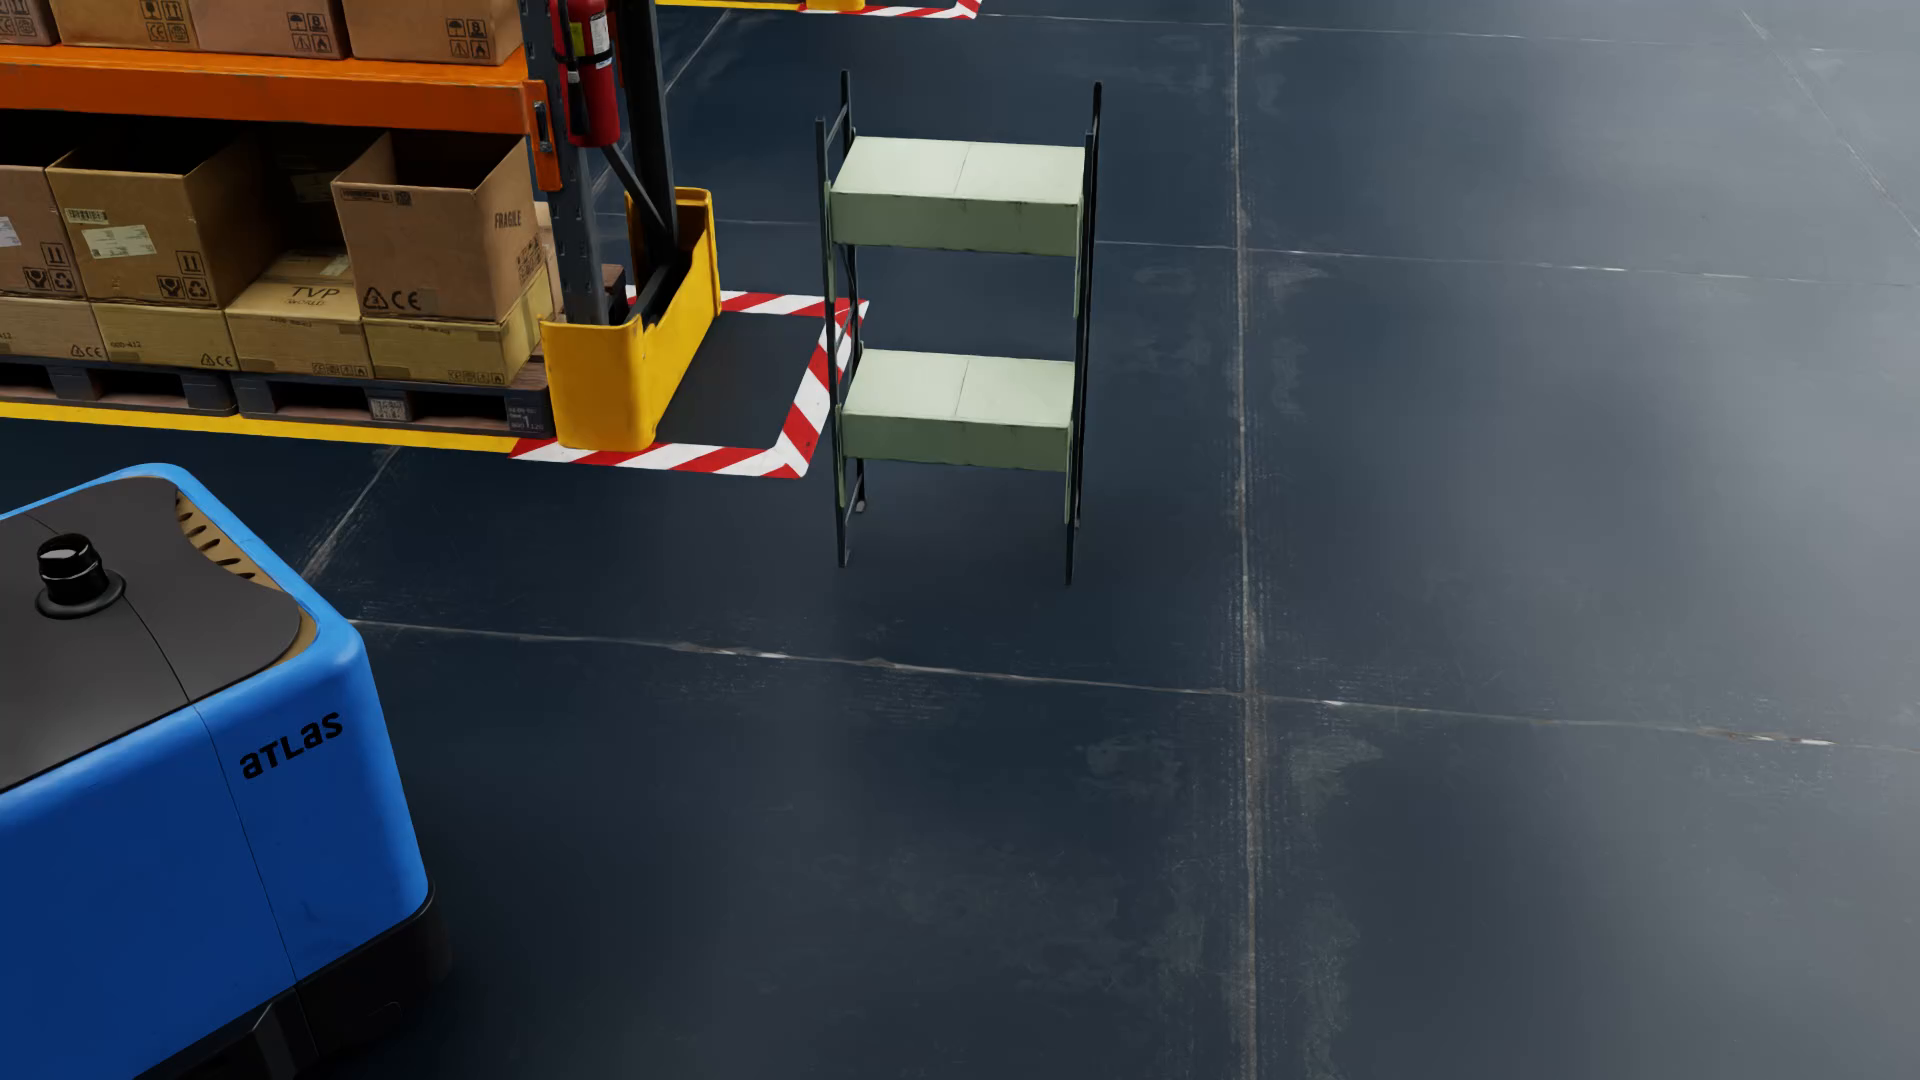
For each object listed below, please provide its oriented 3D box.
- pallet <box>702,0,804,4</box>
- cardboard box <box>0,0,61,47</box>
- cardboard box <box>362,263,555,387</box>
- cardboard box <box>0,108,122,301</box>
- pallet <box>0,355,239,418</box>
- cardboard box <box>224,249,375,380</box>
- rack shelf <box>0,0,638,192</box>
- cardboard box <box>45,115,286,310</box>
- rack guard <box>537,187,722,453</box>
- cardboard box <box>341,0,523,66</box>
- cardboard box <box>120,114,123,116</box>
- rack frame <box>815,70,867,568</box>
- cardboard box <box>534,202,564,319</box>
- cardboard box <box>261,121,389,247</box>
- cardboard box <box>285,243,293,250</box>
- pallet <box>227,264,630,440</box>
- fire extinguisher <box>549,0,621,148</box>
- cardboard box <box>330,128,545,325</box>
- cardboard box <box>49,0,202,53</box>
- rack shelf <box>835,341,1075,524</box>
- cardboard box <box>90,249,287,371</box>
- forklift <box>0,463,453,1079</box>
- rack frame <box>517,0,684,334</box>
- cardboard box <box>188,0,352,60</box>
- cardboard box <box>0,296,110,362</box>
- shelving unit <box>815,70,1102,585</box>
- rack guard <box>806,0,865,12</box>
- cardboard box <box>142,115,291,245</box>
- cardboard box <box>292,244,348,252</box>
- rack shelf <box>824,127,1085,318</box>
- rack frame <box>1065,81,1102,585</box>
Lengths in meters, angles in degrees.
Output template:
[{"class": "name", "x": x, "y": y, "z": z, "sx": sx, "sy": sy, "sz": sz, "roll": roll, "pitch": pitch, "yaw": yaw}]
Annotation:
[{"class": "pallet", "x": -1.490, "y": -3.639, "z": 10.408, "sx": 1.213, "sy": 0.211, "sz": 1.003, "roll": 4, "pitch": 36, "yaw": 6}, {"class": "cardboard box", "x": -3.235, "y": -2.074, "z": 5.729, "sx": 0.500, "sy": 0.500, "sz": 0.700, "roll": 5, "pitch": 36, "yaw": 7}, {"class": "cardboard box", "x": -1.807, "y": -0.800, "z": 6.035, "sx": 0.500, "sy": 0.250, "sz": 0.500, "roll": 4, "pitch": 36, "yaw": 6}, {"class": "cardboard box", "x": -3.297, "y": -1.207, "z": 5.960, "sx": 0.500, "sy": 0.500, "sz": 0.500, "roll": 4, "pitch": 36, "yaw": 6}, {"class": "pallet", "x": -3.208, "y": -0.868, "z": 6.525, "sx": 1.213, "sy": 0.211, "sz": 1.003, "roll": 4, "pitch": 36, "yaw": 6}, {"class": "cardboard box", "x": -2.305, "y": -0.830, "z": 6.077, "sx": 0.500, "sy": 0.250, "sz": 0.500, "roll": 4, "pitch": 36, "yaw": 6}, {"class": "rack shelf", "x": -3.222, "y": -1.734, "z": 5.958, "sx": 4.000, "sy": 0.370, "sz": 1.077, "roll": 4, "pitch": 36, "yaw": 6}, {"class": "cardboard box", "x": -2.801, "y": -1.169, "z": 5.907, "sx": 0.500, "sy": 0.500, "sz": 0.500, "roll": 4, "pitch": 36, "yaw": 6}, {"class": "rack guard", "x": -1.214, "y": -0.860, "z": 6.265, "sx": 0.348, "sy": 0.500, "sz": 1.175, "roll": 4, "pitch": 36, "yaw": 6}, {"class": "cardboard box", "x": -1.699, "y": -1.961, "z": 5.571, "sx": 0.500, "sy": 0.500, "sz": 0.700, "roll": 4, "pitch": 36, "yaw": 6}, {"class": "cardboard box", "x": -3.229, "y": -1.516, "z": 6.393, "sx": 0.500, "sy": 0.500, "sz": 0.500, "roll": 4, "pitch": 36, "yaw": 6}, {"class": "rack frame", "x": -0.356, "y": -0.637, "z": 5.093, "sx": 0.023, "sy": 1.500, "sz": 0.400, "roll": 4, "pitch": 36, "yaw": 6}, {"class": "cardboard box", "x": -1.741, "y": -1.098, "z": 6.453, "sx": 0.500, "sy": 0.250, "sz": 0.500, "roll": 4, "pitch": 36, "yaw": 6}, {"class": "cardboard box", "x": -2.238, "y": -1.439, "z": 6.286, "sx": 0.500, "sy": 0.500, "sz": 0.500, "roll": 4, "pitch": 36, "yaw": 6}, {"class": "cardboard box", "x": -2.734, "y": -1.170, "z": 6.554, "sx": 0.500, "sy": 0.250, "sz": 0.500, "roll": 4, "pitch": 36, "yaw": 6}, {"class": "pallet", "x": -2.002, "y": -0.776, "z": 6.397, "sx": 1.213, "sy": 0.211, "sz": 1.003, "roll": 4, "pitch": 36, "yaw": 6}, {"class": "fire extinguisher", "x": -1.180, "y": -1.571, "z": 5.177, "sx": 0.183, "sy": 0.674, "sz": 0.296, "roll": 4, "pitch": 36, "yaw": 6}, {"class": "cardboard box", "x": -1.808, "y": -1.104, "z": 5.816, "sx": 0.500, "sy": 0.500, "sz": 0.500, "roll": 4, "pitch": 36, "yaw": 6}, {"class": "cardboard box", "x": -2.713, "y": -2.038, "z": 5.678, "sx": 0.500, "sy": 0.500, "sz": 0.700, "roll": 4, "pitch": 36, "yaw": 6}, {"class": "rack shelf", "x": 0.007, "y": -0.345, "z": 5.244, "sx": 0.720, "sy": 0.370, "sz": 0.431, "roll": 4, "pitch": 36, "yaw": 6}, {"class": "cardboard box", "x": -2.801, "y": -0.866, "z": 6.128, "sx": 0.500, "sy": 0.250, "sz": 0.500, "roll": 4, "pitch": 36, "yaw": 6}, {"class": "forklift", "x": -2.618, "y": 0.268, "z": 2.592, "sx": 3.031, "sy": 2.935, "sz": 1.130, "roll": -29, "pitch": 45, "yaw": -34}, {"class": "rack frame", "x": -1.238, "y": -1.879, "z": 5.541, "sx": 0.127, "sy": 3.000, "sz": 1.000, "roll": 4, "pitch": 36, "yaw": 6}, {"class": "cardboard box", "x": -2.221, "y": -1.997, "z": 5.622, "sx": 0.500, "sy": 0.500, "sz": 0.700, "roll": 5, "pitch": 36, "yaw": 7}, {"class": "cardboard box", "x": -3.297, "y": -0.904, "z": 6.181, "sx": 0.500, "sy": 0.250, "sz": 0.500, "roll": 4, "pitch": 36, "yaw": 6}, {"class": "shelving unit", "x": 0.007, "y": -0.610, "z": 5.055, "sx": 0.755, "sy": 1.500, "sz": 0.431, "roll": 4, "pitch": 36, "yaw": 6}, {"class": "rack guard", "x": -0.685, "y": -3.694, "z": 10.236, "sx": 0.348, "sy": 0.500, "sz": 1.175, "roll": 4, "pitch": 36, "yaw": 6}, {"class": "cardboard box", "x": -2.735, "y": -1.469, "z": 6.327, "sx": 0.500, "sy": 0.500, "sz": 0.500, "roll": 4, "pitch": 36, "yaw": 6}, {"class": "cardboard box", "x": -2.238, "y": -1.133, "z": 6.502, "sx": 0.500, "sy": 0.250, "sz": 0.500, "roll": 4, "pitch": 36, "yaw": 6}, {"class": "rack shelf", "x": 0.007, "y": -0.928, "z": 4.828, "sx": 0.720, "sy": 0.370, "sz": 0.431, "roll": 4, "pitch": 36, "yaw": 6}, {"class": "rack frame", "x": 0.370, "y": -0.583, "z": 5.017, "sx": 0.023, "sy": 1.500, "sz": 0.400, "roll": 4, "pitch": 36, "yaw": 6}]
